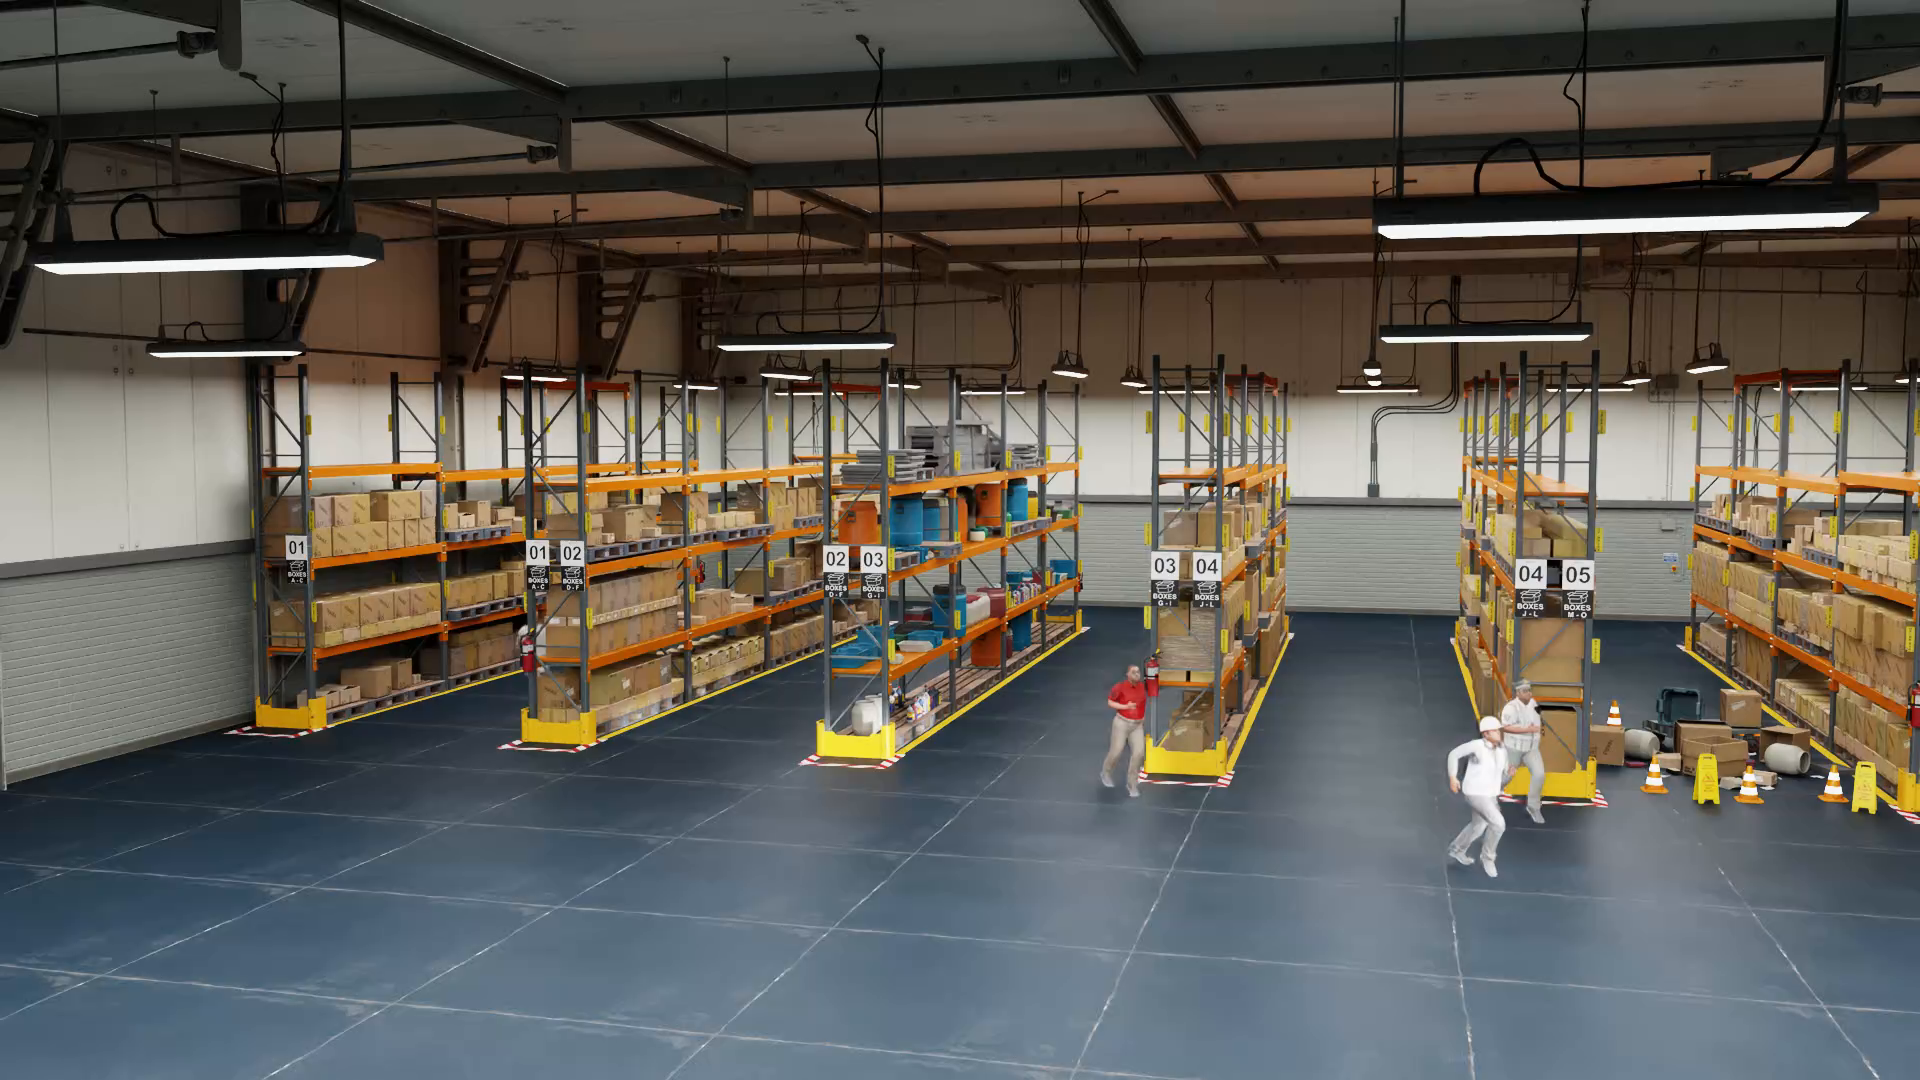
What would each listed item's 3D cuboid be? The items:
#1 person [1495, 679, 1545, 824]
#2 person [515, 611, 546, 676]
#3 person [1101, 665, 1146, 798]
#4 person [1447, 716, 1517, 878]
[{"bbox_3d":[7.132,2.662,21.206,0.673,1.843,0.926,-1,4,-19],"label":"person"},{"bbox_3d":[-7.345,2.139,28.755,0.687,1.851,0.868,1,4,16],"label":"person"},{"bbox_3d":[2.297,2.588,22.722,0.662,1.791,0.805,-2,4,-21],"label":"person"},{"bbox_3d":[5.819,2.843,18.560,0.681,1.787,0.827,-3,5,-34],"label":"person"}]
